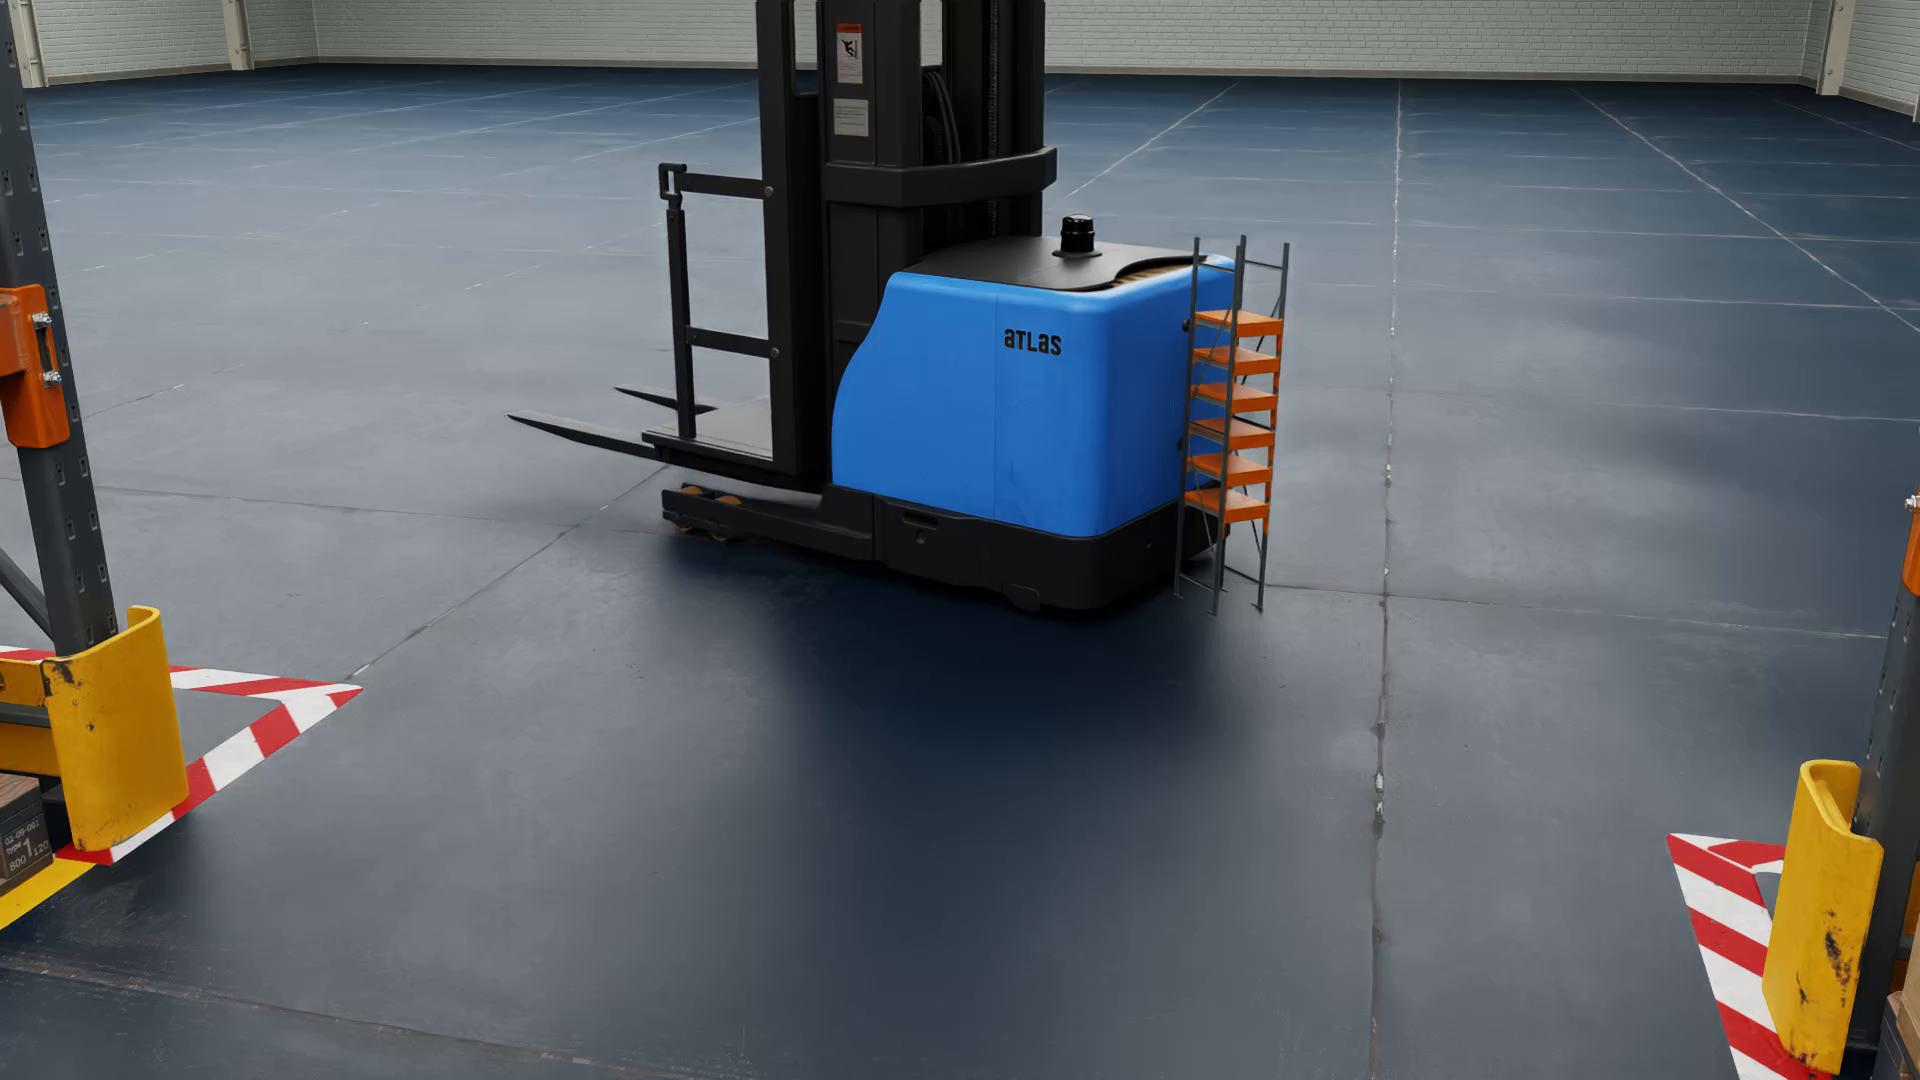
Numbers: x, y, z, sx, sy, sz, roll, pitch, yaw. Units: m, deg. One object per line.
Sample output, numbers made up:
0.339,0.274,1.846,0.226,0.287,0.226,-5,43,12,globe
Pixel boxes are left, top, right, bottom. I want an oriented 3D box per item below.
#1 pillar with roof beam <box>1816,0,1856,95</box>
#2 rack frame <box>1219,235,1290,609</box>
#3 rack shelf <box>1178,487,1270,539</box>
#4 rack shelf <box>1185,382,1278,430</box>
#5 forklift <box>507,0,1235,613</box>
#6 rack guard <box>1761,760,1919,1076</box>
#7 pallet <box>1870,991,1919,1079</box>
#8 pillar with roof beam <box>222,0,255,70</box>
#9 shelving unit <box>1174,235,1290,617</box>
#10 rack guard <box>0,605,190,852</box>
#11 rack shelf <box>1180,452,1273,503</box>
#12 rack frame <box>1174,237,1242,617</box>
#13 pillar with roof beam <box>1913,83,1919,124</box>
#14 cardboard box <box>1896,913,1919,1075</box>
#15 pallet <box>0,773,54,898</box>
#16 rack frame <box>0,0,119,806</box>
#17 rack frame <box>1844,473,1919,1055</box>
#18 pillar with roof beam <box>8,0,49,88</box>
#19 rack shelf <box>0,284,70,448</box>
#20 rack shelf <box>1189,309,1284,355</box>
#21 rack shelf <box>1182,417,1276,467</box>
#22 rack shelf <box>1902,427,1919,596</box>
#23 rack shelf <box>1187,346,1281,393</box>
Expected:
10.832,-12.305,28.292,9.100,9.000,0.400,5,19,13,pillar with roof beam
0.953,-0.378,5.429,0.006,1.200,0.240,-8,19,-27,rack frame
0.867,-0.095,5.471,0.180,0.103,0.258,-8,19,-27,rack shelf
0.873,-0.439,5.366,0.180,0.103,0.258,-8,19,-27,rack shelf
-0.508,-1.507,6.066,3.031,2.935,1.130,13,23,34,forklift
2.211,0.774,3.148,1.175,0.500,0.348,5,19,13,rack guard
2.059,1.161,2.461,1.003,0.211,1.213,5,19,13,pallet
-11.364,-14.113,33.585,9.100,9.000,0.400,5,19,13,pillar with roof beam
0.872,-0.367,5.388,0.189,1.200,0.258,-8,19,-27,shelving unit
-2.570,0.417,4.194,1.175,0.500,0.348,5,19,13,rack guard
0.869,-0.209,5.436,0.180,0.103,0.258,-8,19,-27,rack shelf
0.791,-0.355,5.346,0.006,1.200,0.240,-8,19,-27,rack frame
9.366,-10.425,22.787,9.100,9.000,0.400,5,19,13,pillar with roof beam
1.858,0.852,2.658,0.500,0.250,0.500,5,19,13,cardboard box
-2.774,0.808,3.496,1.003,0.211,1.213,5,19,13,pallet
-2.597,-0.794,3.870,1.000,3.000,0.127,5,19,13,rack frame
2.205,-0.401,2.722,1.000,3.000,0.127,5,19,13,rack frame
-12.830,-12.233,28.079,9.100,9.000,0.400,5,19,13,pillar with roof beam
-3.086,0.174,2.151,1.077,0.370,4.000,5,19,13,rack shelf
0.878,-0.668,5.295,0.180,0.103,0.258,-8,19,-27,rack shelf
0.871,-0.324,5.401,0.180,0.103,0.258,-8,19,-27,rack shelf
1.716,0.566,1.003,1.077,0.370,4.000,5,19,13,rack shelf
0.875,-0.554,5.330,0.180,0.103,0.258,-8,19,-27,rack shelf
